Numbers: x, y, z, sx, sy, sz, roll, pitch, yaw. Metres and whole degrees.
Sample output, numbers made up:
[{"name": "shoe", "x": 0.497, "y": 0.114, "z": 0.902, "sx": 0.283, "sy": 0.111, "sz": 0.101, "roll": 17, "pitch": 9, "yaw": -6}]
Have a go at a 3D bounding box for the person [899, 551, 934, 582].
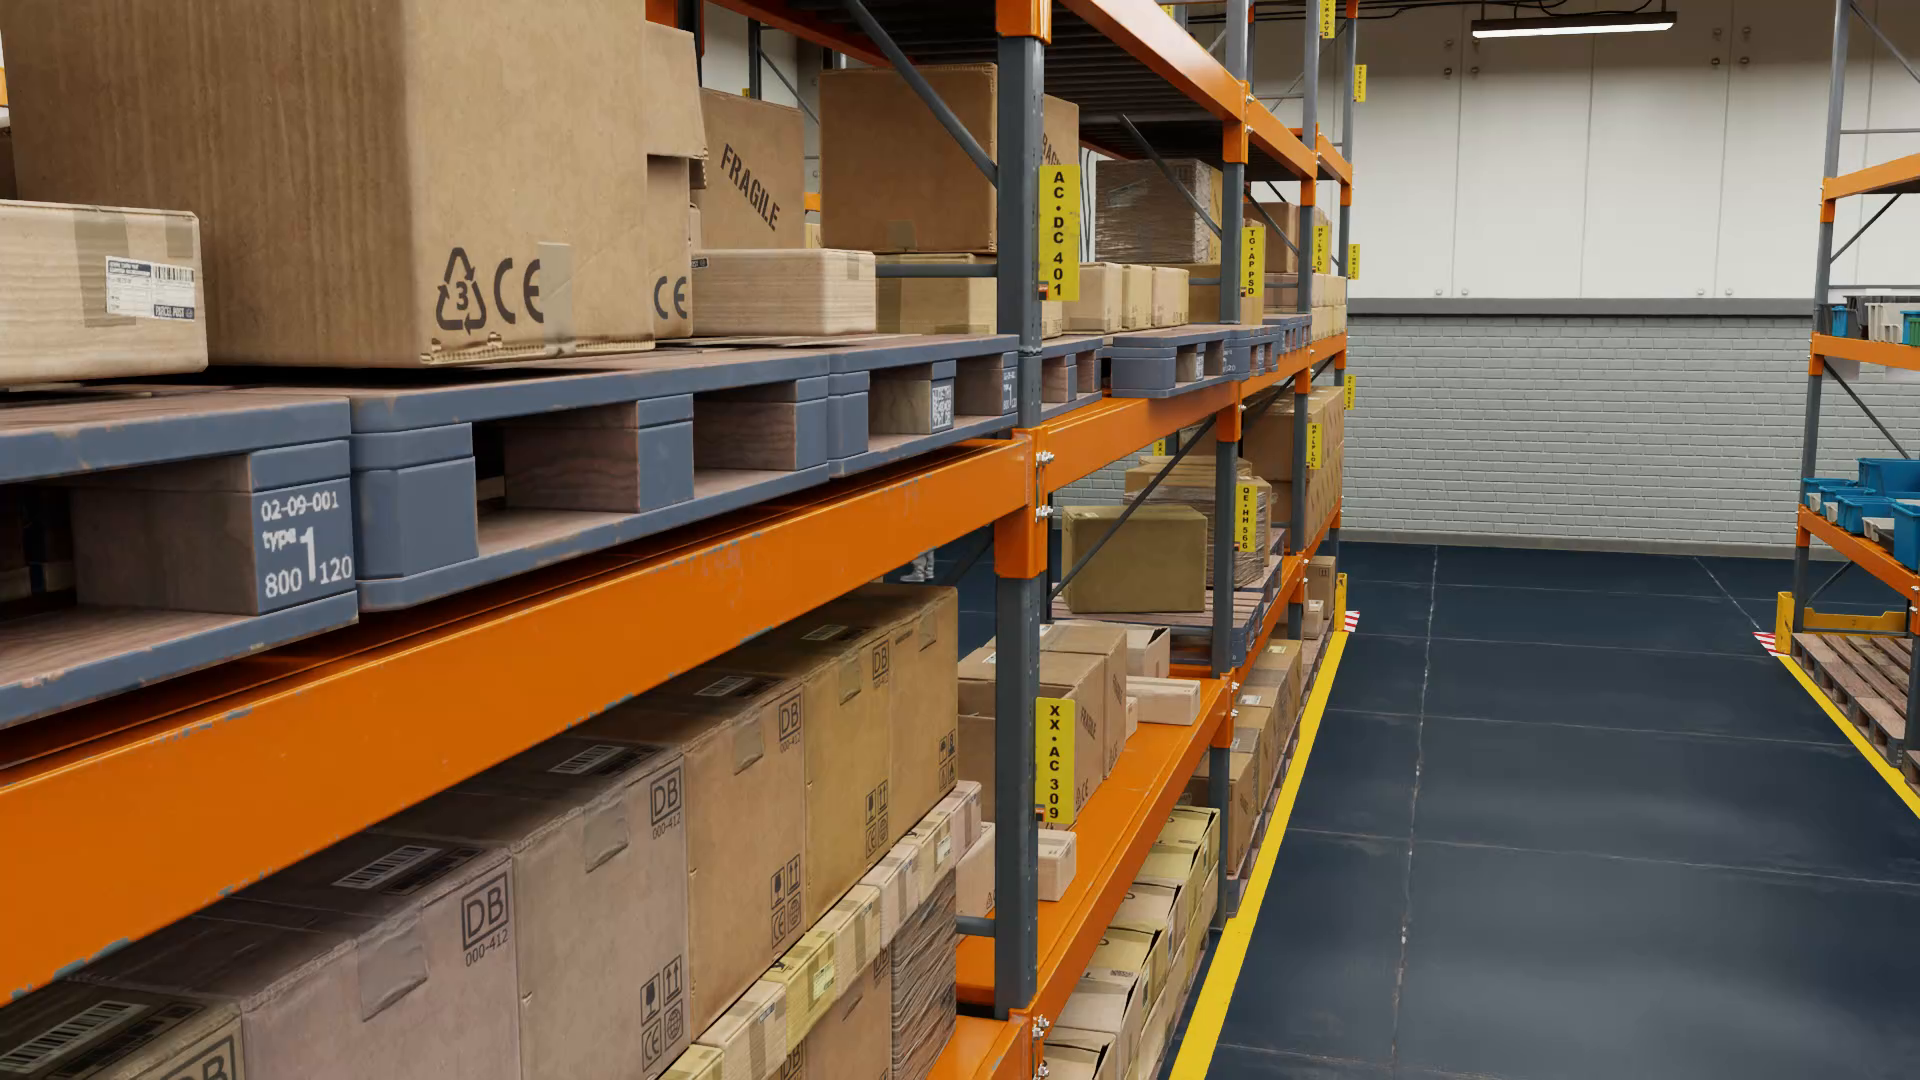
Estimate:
[{"name": "person", "x": -0.476, "y": -0.384, "z": 18.195, "sx": 0.354, "sy": 1.695, "sz": 0.534, "roll": 1, "pitch": 9, "yaw": 8}]
